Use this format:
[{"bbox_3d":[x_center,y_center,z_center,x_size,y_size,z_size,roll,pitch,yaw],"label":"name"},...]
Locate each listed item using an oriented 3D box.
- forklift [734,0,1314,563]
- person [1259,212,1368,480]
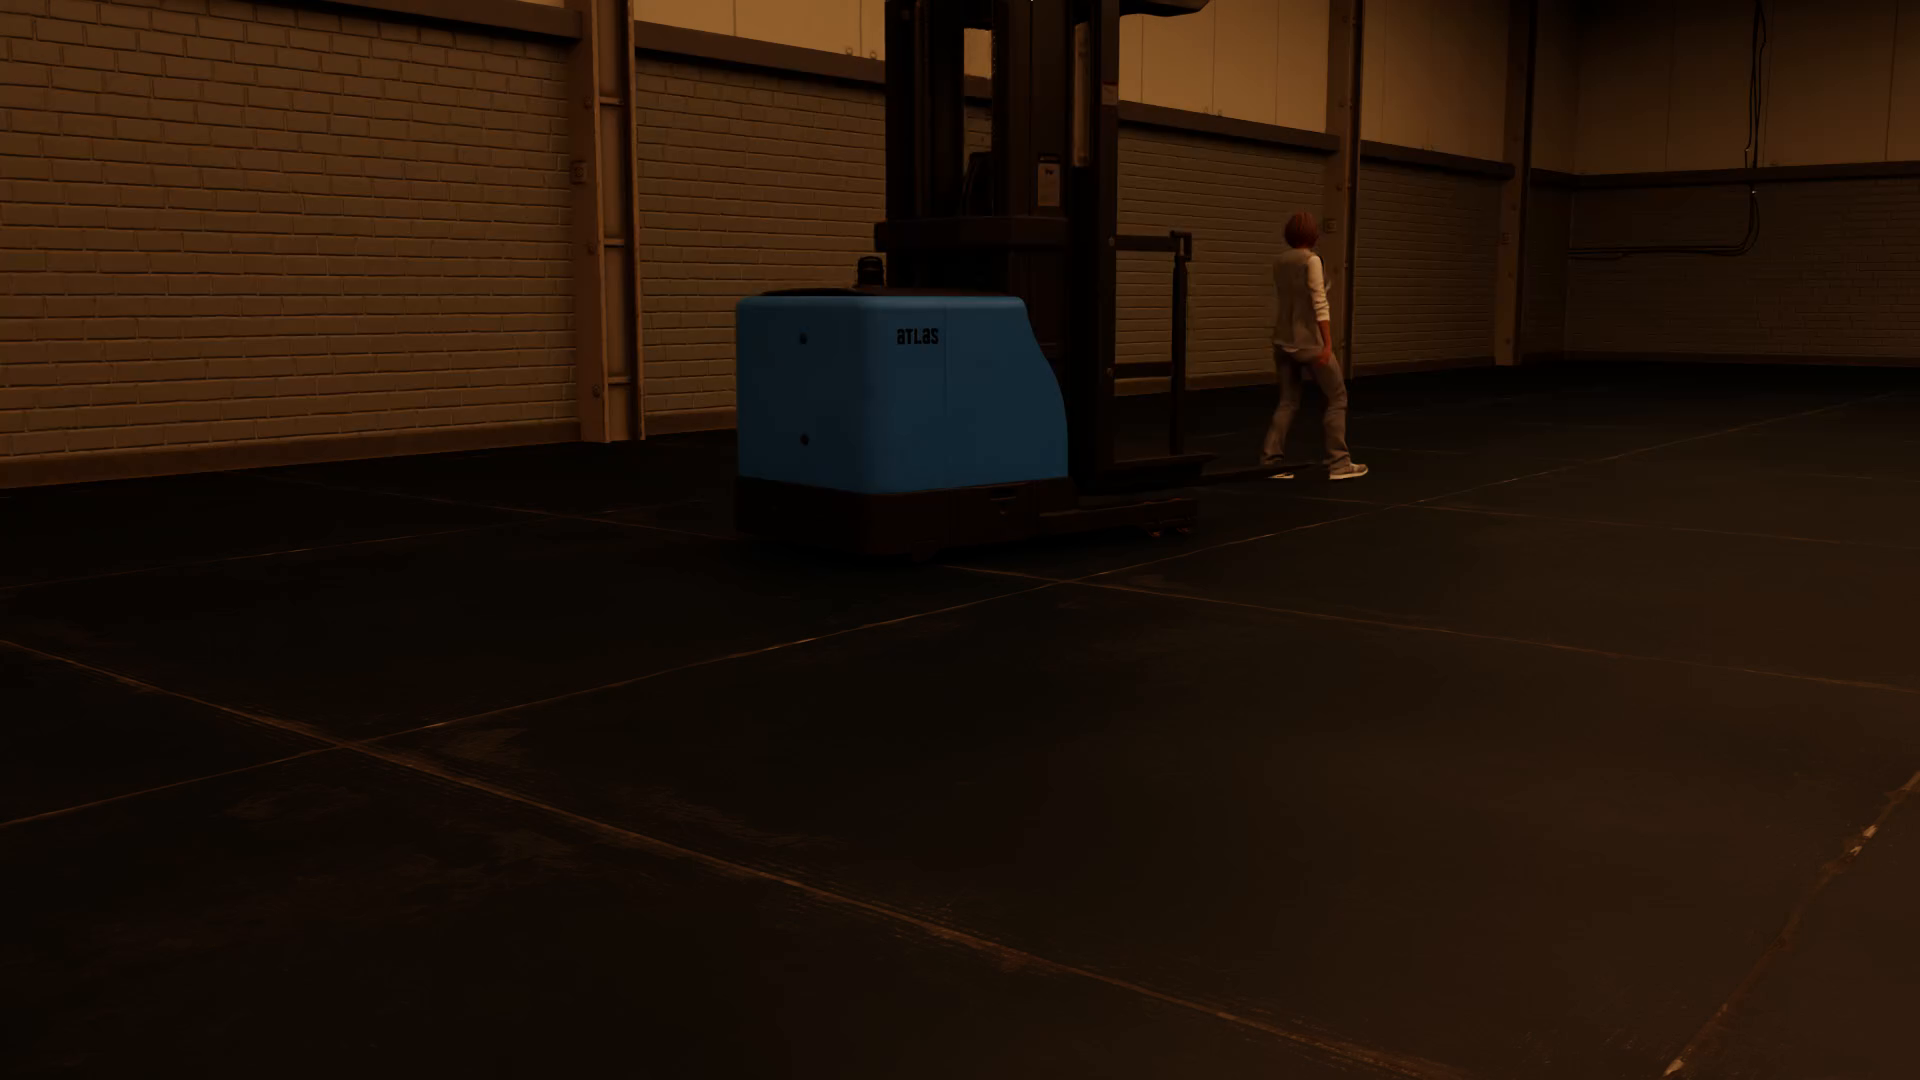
[{"bbox_3d":[0.464,-1.513,7.622,3.031,2.935,1.130,-7,11,-41],"label":"forklift"},{"bbox_3d":[2.064,-1.124,9.760,0.637,1.551,0.535,-5,10,-30],"label":"person"}]
